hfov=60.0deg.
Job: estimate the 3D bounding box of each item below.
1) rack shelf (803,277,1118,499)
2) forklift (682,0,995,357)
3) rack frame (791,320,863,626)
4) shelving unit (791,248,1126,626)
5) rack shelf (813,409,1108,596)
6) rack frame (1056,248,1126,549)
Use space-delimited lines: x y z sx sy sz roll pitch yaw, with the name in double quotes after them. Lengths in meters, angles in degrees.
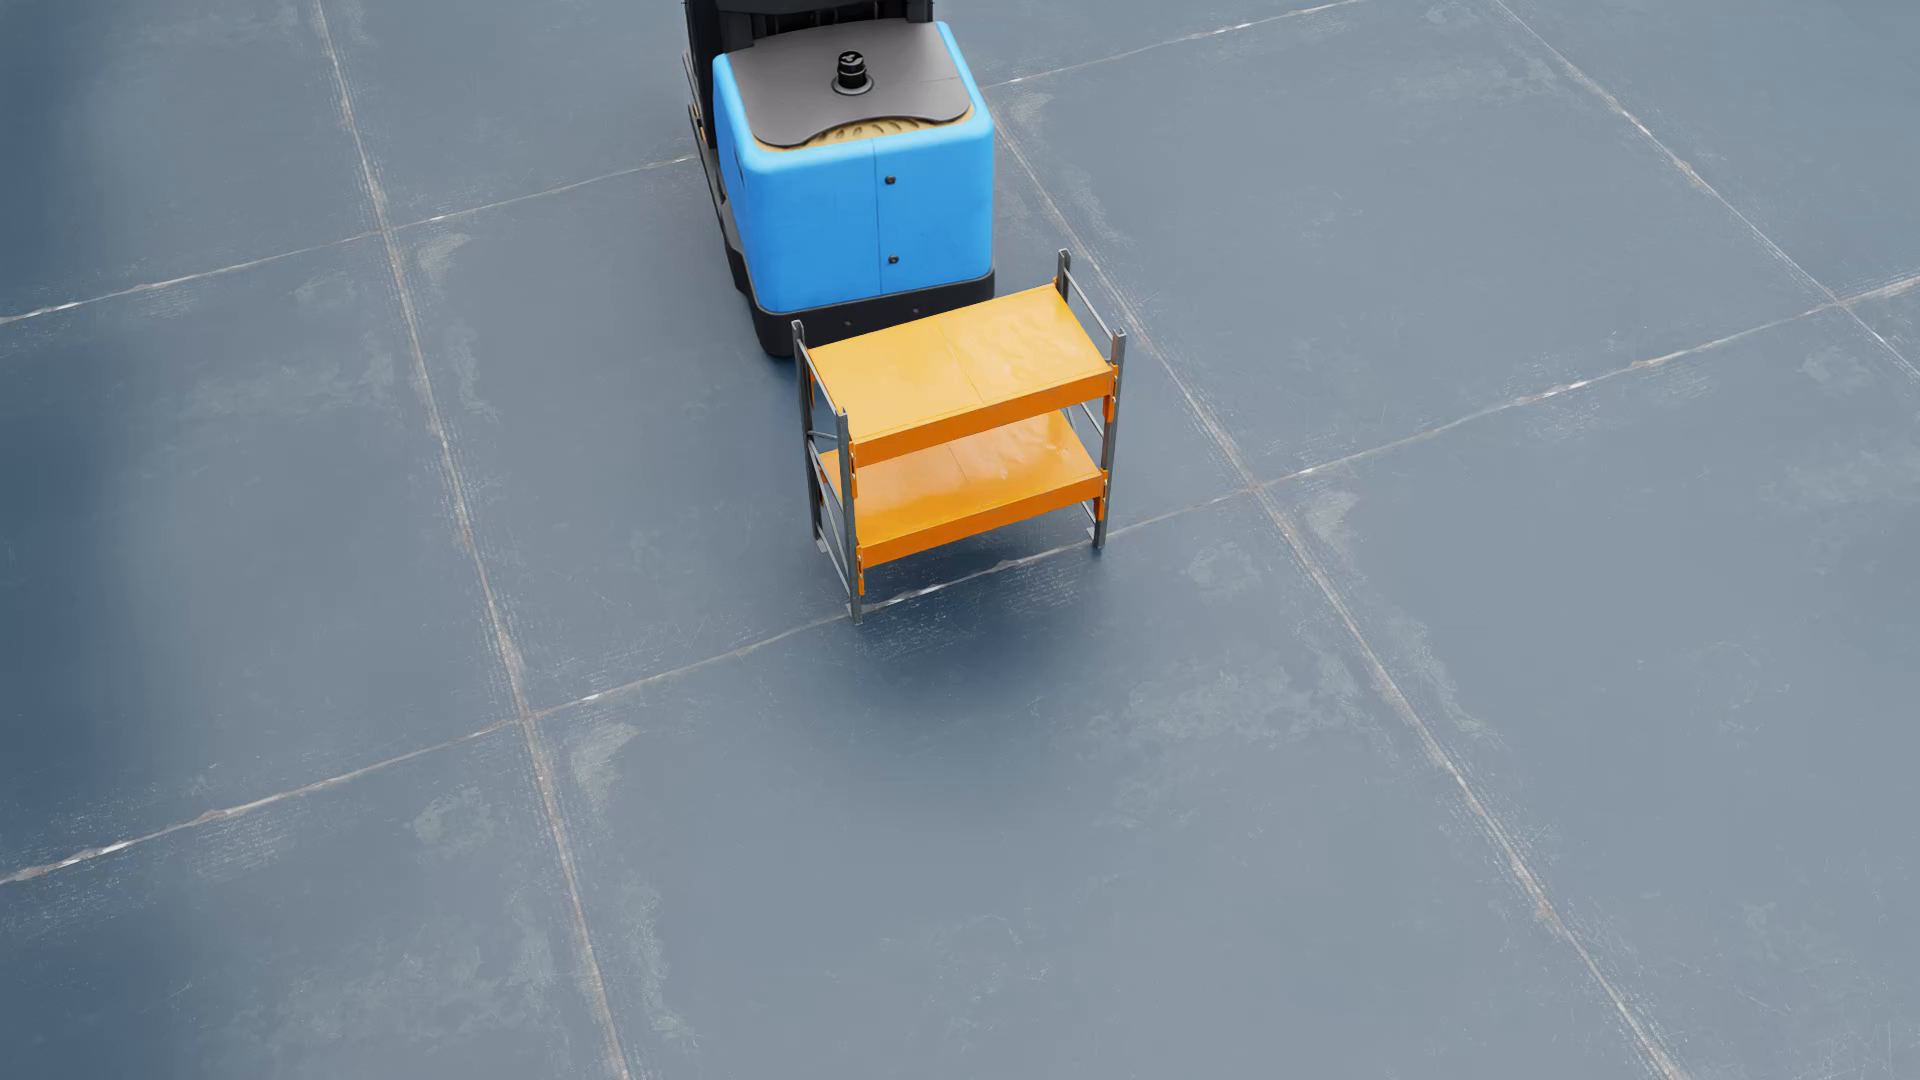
-0.006 -0.555 5.940 1.000 0.278 0.538 -17 52 -14 "rack shelf"
-0.725 -2.893 7.143 1.130 2.935 3.031 -12 50 -10 "forklift"
-0.477 -0.219 6.037 0.032 1.125 0.500 -17 52 -14 "rack frame"
-0.006 -0.365 6.162 1.048 1.125 0.538 -17 52 -14 "shelving unit"
-0.006 -0.205 6.348 1.000 0.278 0.538 -17 52 -14 "rack shelf"
0.464 -0.510 6.288 0.032 1.125 0.500 -17 52 -14 "rack frame"
